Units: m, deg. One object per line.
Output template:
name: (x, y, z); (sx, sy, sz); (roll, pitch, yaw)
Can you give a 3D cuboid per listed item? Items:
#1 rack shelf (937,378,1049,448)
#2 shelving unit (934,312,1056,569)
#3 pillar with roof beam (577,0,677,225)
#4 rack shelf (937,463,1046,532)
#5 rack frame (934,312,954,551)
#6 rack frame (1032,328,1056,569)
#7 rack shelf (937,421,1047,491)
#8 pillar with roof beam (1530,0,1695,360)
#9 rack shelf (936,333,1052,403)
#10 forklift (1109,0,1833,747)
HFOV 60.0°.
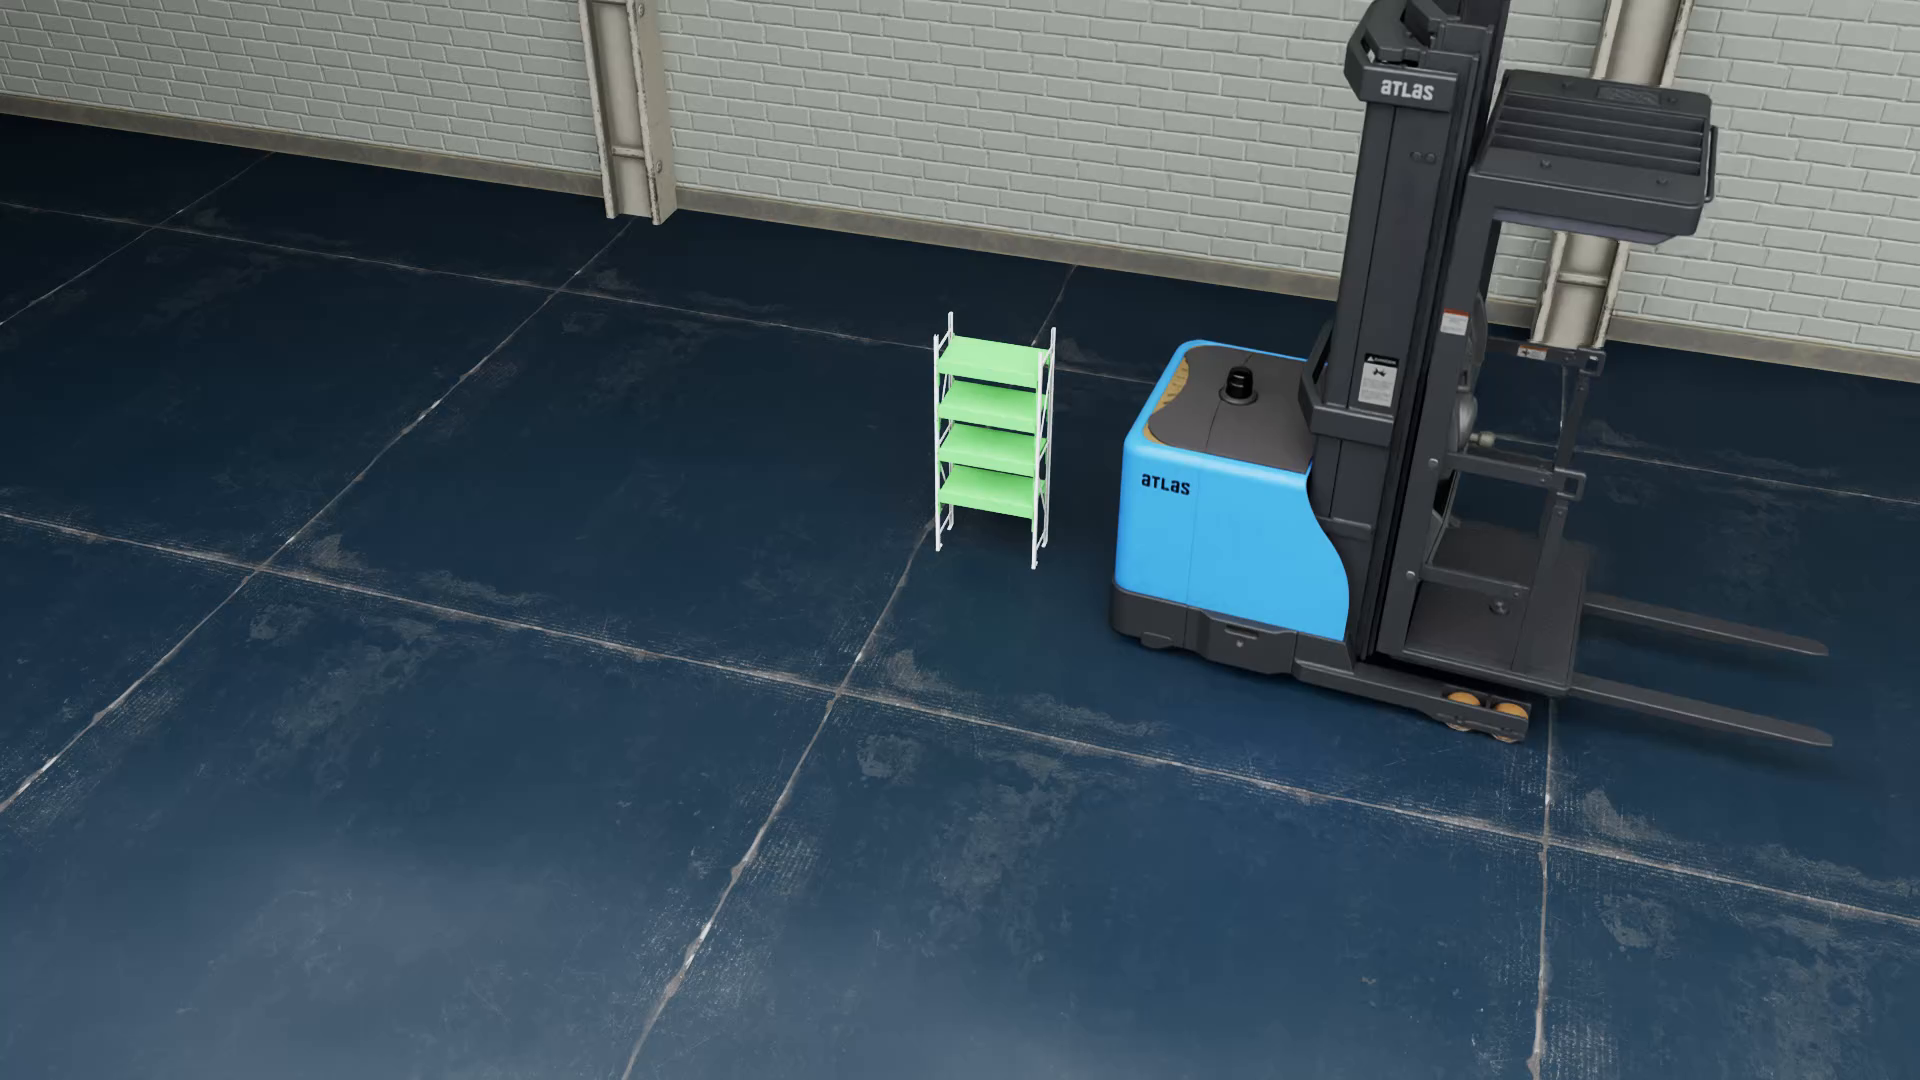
rack shelf: (0.158, -0.596, 7.750); (0.480, 0.148, 0.258); (10, 38, 14)
shelving unit: (0.158, -0.454, 7.855); (0.503, 1.200, 0.258); (10, 38, 14)
pillar with roof beam: (-3.433, -3.414, 5.297); (0.400, 9.000, 9.100); (10, 38, 14)
rack shelf: (0.158, -0.209, 8.035); (0.480, 0.148, 0.258); (10, 38, 14)
rack frame: (-0.075, -0.497, 7.913); (0.015, 1.200, 0.240); (10, 38, 14)
rack frame: (0.391, -0.411, 7.796); (0.015, 1.200, 0.240); (10, 38, 14)
rack shelf: (0.158, -0.403, 7.892); (0.480, 0.148, 0.258); (10, 38, 14)
pillar with roof beam: (2.294, -2.353, 3.856); (0.400, 9.000, 9.100); (10, 38, 14)
rack shelf: (0.158, -0.789, 7.608); (0.480, 0.148, 0.258); (10, 38, 14)
forklift: (2.252, -0.678, 6.699); (3.031, 2.935, 1.130); (13, 38, 17)
